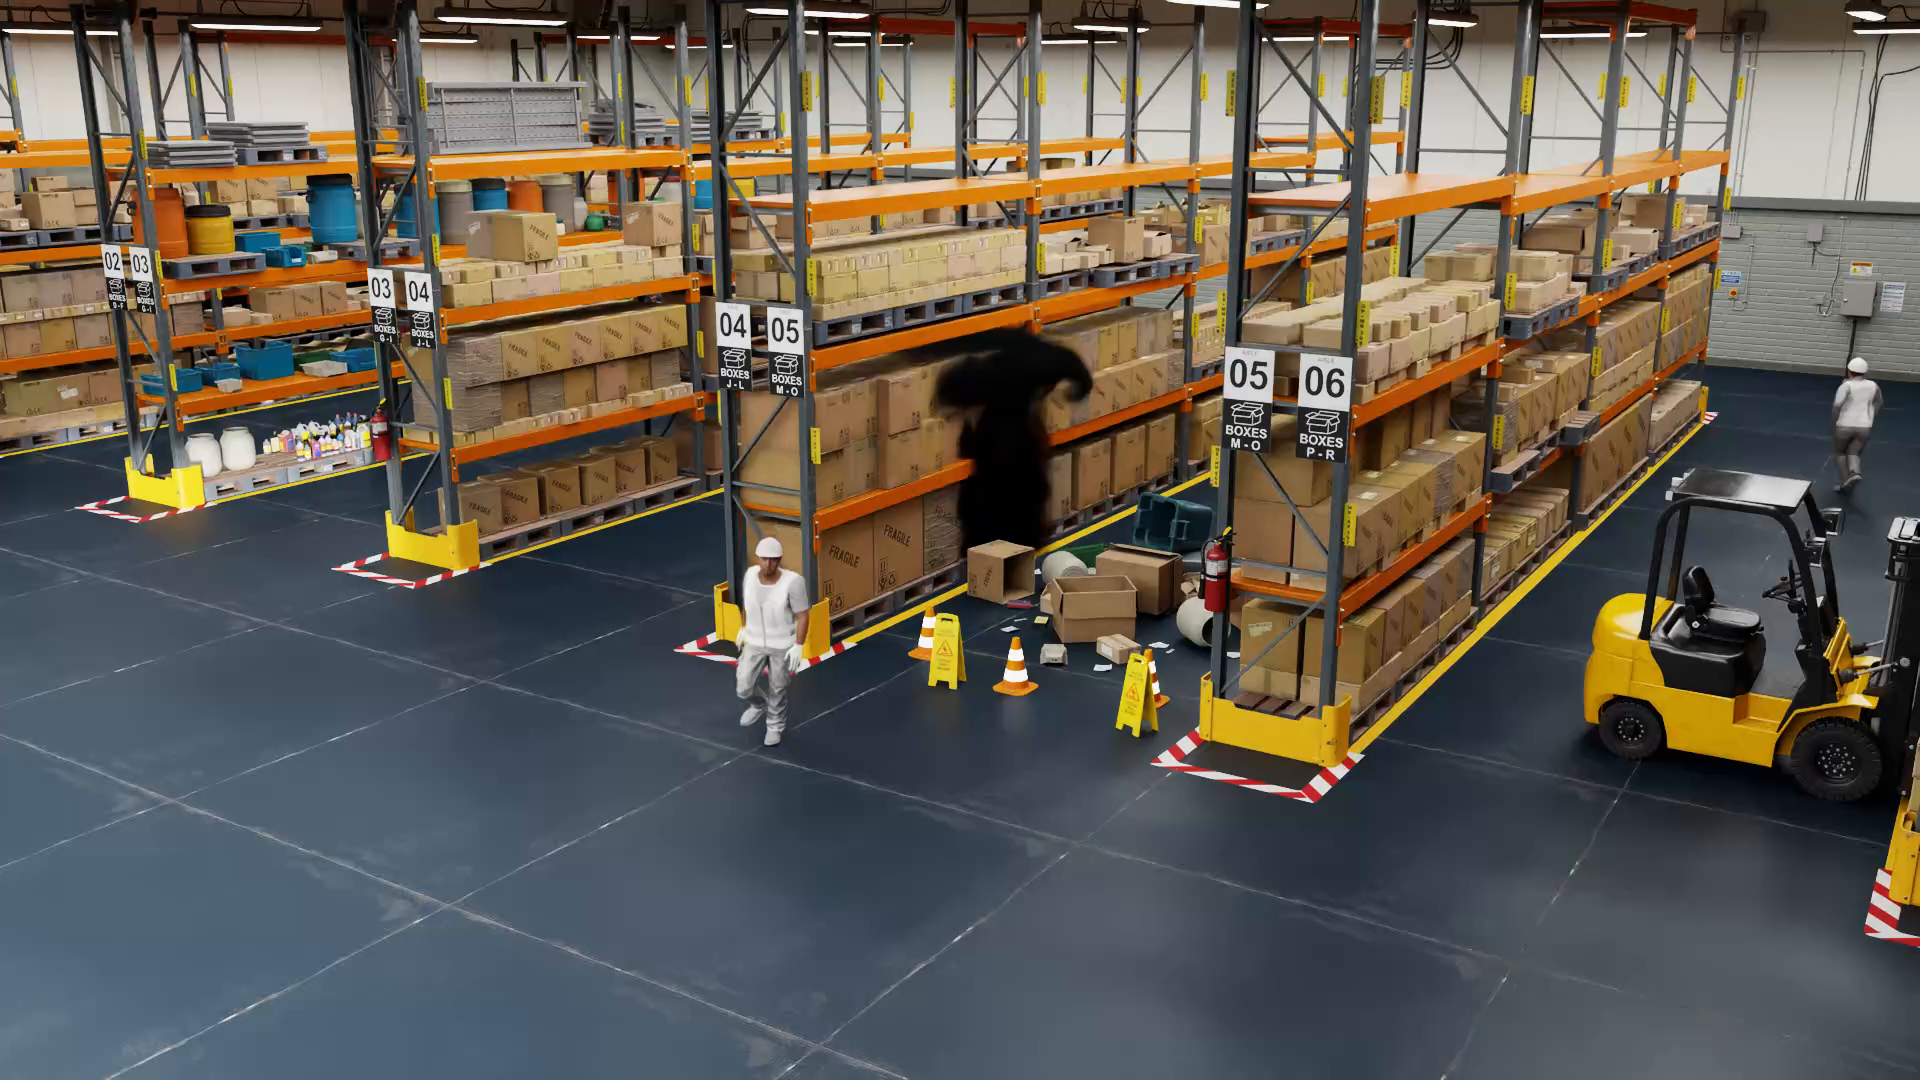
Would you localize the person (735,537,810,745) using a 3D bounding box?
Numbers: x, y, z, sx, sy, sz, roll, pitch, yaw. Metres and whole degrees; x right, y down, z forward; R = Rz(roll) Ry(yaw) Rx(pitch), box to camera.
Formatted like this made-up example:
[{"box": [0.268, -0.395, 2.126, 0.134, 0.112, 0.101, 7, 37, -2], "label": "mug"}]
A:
[{"box": [-1.481, 0.801, 13.053, 0.674, 1.752, 0.589, 3, 16, 10], "label": "person"}]

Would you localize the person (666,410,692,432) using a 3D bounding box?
[{"box": [-4.122, -2.198, 23.957, 0.613, 1.789, 0.857, 11, 19, 34], "label": "person"}]

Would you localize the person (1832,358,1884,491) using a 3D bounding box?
[{"box": [11.386, -1.418, 21.123, 0.656, 1.746, 0.700, 3, 16, 10], "label": "person"}]
